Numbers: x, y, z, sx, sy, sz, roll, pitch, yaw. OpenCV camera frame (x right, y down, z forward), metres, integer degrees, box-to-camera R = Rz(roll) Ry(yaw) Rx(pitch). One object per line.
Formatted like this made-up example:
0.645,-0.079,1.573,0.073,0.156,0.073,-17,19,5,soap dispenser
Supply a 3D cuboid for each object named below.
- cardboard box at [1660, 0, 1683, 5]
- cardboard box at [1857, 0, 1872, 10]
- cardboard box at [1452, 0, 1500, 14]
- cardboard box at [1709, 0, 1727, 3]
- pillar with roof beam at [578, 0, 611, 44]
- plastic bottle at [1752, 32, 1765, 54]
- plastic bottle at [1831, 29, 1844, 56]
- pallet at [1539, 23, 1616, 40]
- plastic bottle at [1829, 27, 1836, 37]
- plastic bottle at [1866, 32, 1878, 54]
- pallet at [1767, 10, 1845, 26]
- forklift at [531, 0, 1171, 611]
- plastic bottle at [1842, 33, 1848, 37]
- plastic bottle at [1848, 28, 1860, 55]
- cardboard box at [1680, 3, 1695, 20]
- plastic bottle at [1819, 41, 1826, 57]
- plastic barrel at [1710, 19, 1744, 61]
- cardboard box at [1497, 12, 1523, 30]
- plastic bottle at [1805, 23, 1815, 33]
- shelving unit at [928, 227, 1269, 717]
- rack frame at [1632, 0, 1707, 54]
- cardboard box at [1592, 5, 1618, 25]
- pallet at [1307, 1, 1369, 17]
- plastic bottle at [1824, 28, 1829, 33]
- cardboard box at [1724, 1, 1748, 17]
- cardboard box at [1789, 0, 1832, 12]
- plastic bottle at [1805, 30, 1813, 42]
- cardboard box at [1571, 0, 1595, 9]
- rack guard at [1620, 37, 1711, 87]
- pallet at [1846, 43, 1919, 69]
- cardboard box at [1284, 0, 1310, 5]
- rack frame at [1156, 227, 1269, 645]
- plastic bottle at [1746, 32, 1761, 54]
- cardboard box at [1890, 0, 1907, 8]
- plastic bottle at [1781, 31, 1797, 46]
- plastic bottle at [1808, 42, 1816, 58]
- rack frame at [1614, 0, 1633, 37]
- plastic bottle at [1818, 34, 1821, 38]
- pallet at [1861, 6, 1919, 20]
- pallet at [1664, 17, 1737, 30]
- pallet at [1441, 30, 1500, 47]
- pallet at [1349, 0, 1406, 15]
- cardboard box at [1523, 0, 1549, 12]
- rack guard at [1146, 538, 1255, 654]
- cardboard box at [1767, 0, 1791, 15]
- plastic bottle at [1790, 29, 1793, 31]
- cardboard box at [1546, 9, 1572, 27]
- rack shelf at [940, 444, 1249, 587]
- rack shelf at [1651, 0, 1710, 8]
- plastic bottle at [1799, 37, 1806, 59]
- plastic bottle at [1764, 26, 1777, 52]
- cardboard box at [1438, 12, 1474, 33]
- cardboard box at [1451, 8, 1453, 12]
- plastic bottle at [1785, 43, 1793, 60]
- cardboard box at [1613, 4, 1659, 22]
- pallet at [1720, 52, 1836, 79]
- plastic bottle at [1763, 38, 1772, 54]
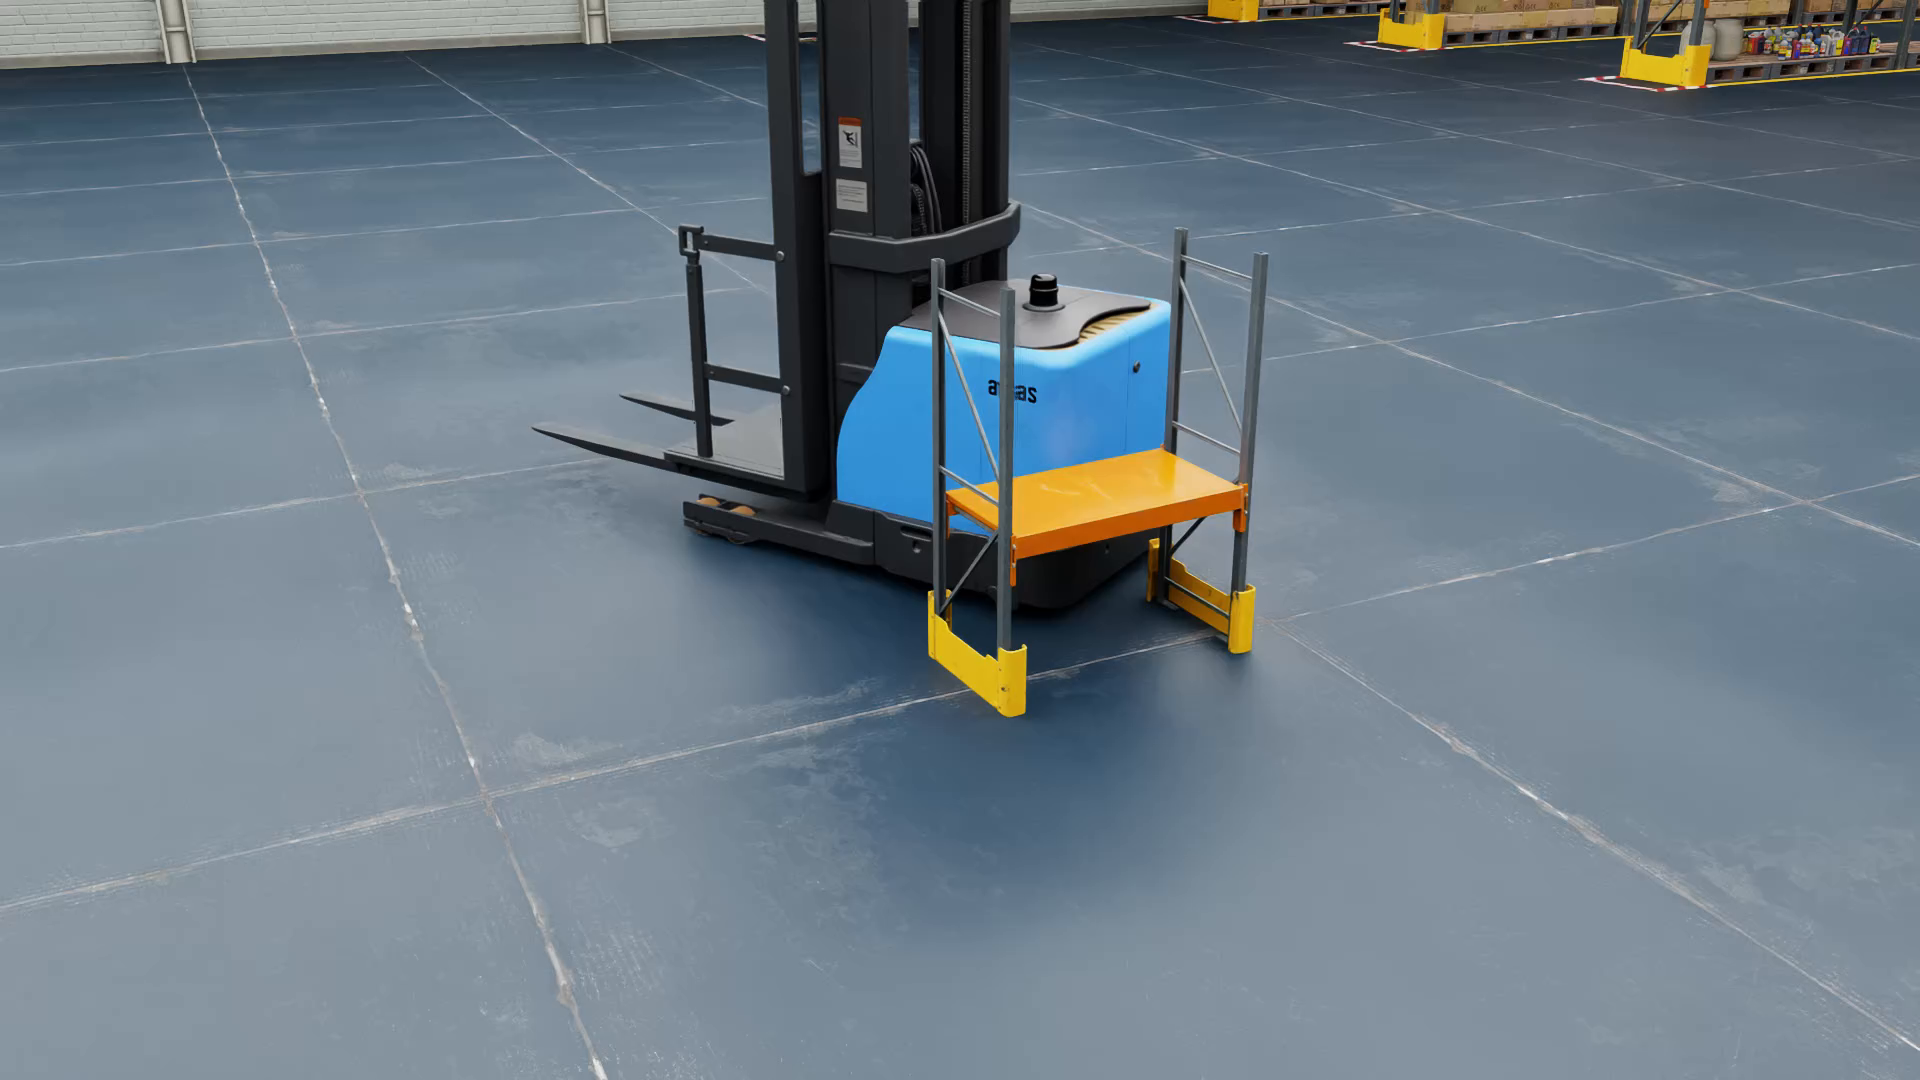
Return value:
11.532,-8.988,27.355,0.500,0.311,0.500,-11,25,-24,cardboard box
15.660,-9.601,29.215,0.500,0.500,0.500,-11,25,-24,cardboard box
8.023,-8.444,25.793,0.500,0.500,0.500,-10,25,-24,cardboard box
12.463,-9.163,27.776,0.500,0.311,0.500,-10,24,-22,cardboard box
-3.848,-10.497,20.843,0.400,9.000,9.100,-10,25,-24,pillar with roof beam
10.889,-6.770,22.660,0.133,0.283,0.061,-10,25,-24,plastic bottle
11.824,-6.722,22.455,0.185,0.351,0.144,-11,25,-24,plastic bottle
9.864,-8.336,27.112,1.213,0.211,1.003,-10,25,-24,pallet
12.266,-7.075,23.412,0.097,0.271,0.097,0,22,0,plastic bottle
12.453,-6.789,22.705,0.133,0.283,0.061,-9,24,-21,plastic bottle
14.892,-9.228,29.266,1.213,0.211,1.003,-10,25,-24,pallet
-0.610,-1.488,7.012,3.031,2.935,1.130,14,26,30,forklift
12.028,-6.788,22.712,0.135,0.276,0.152,-10,25,-24,plastic bottle
12.115,-6.775,22.585,0.185,0.351,0.144,-12,25,-26,plastic bottle
11.996,-8.818,27.677,0.500,0.250,0.500,-11,25,-25,cardboard box
11.581,-6.598,22.352,0.097,0.201,0.097,0,22,0,plastic bottle
10.150,-6.634,22.058,0.421,0.512,0.421,0,22,0,plastic barrel
8.473,-8.181,26.138,0.500,0.250,0.500,-10,25,-24,cardboard box
11.836,-7.023,23.181,0.185,0.351,0.144,-10,24,-22,plastic bottle
0.488,-0.275,5.953,1.083,1.500,0.587,-12,25,-27,shelving unit
9.139,-7.371,21.134,0.127,3.000,1.000,-10,25,-24,rack frame
10.275,-8.513,26.940,0.500,0.250,0.500,-10,25,-24,cardboard box
6.756,-9.832,30.727,1.213,0.211,1.003,-10,25,-24,pallet
12.033,-6.981,23.169,0.133,0.283,0.061,-10,25,-24,plastic bottle
12.917,-8.988,28.088,0.500,0.250,0.500,-10,24,-22,cardboard box
14.737,-9.431,28.804,0.500,0.500,0.500,-9,24,-21,cardboard box
11.758,-6.920,23.038,0.097,0.271,0.097,0,22,0,plastic bottle
9.820,-8.781,26.606,0.500,0.500,0.500,-10,25,-24,cardboard box
9.187,-6.244,21.682,0.348,0.500,1.175,-10,25,-24,rack guard
13.434,-6.889,23.617,1.213,0.211,1.003,-10,25,-24,pallet
6.018,-9.924,30.243,0.500,0.311,0.500,-8,24,-19,cardboard box
0.922,-0.369,6.181,0.032,1.500,0.500,-12,25,-27,rack frame
10.843,-6.803,22.750,0.135,0.276,0.152,-10,25,-23,plastic bottle
16.585,-9.774,29.634,0.500,0.500,0.500,-10,25,-23,cardboard box
11.370,-6.839,22.837,0.135,0.276,0.152,-10,25,-24,plastic bottle
11.396,-6.564,22.269,0.097,0.201,0.097,0,22,0,plastic bottle
10.598,-9.742,26.862,0.127,3.000,1.000,-10,25,-24,rack frame
11.629,-6.702,22.495,0.133,0.283,0.061,-10,25,-24,plastic bottle
17.090,-9.632,30.244,1.213,0.211,1.003,-10,25,-24,pallet
12.346,-8.793,28.216,1.213,0.211,1.003,-10,25,-24,pallet
7.665,-7.931,26.134,1.213,0.211,1.003,-10,25,-24,pallet
7.857,-10.036,31.220,1.213,0.211,1.003,-10,25,-24,pallet
8.926,-8.609,26.190,0.500,0.500,0.500,-10,25,-24,cardboard box
0.921,0.209,6.419,0.087,0.250,0.587,-12,25,-27,rack guard
13.834,-9.158,28.497,0.500,0.250,0.500,-10,24,-22,cardboard box
11.499,-6.947,23.087,0.133,0.283,0.061,-9,24,-21,plastic bottle
9.376,-8.346,26.535,0.500,0.250,0.500,-10,25,-24,cardboard box
0.481,-0.107,6.017,1.000,0.185,0.538,-12,25,-27,rack shelf
10.941,-7.370,22.073,4.000,0.370,1.077,-10,25,-24,rack shelf
11.217,-6.563,22.176,0.097,0.271,0.097,0,22,0,plastic bottle
11.115,-6.890,22.861,0.185,0.351,0.144,-9,24,-21,plastic bottle
7.574,-8.014,25.735,0.500,0.250,0.500,-10,25,-24,cardboard box
7.794,-8.280,26.376,0.500,0.250,0.500,-10,25,-24,cardboard box
11.001,-6.491,22.094,0.097,0.201,0.097,0,22,0,plastic bottle
11.069,-8.647,27.263,0.500,0.250,0.500,-11,25,-25,cardboard box
11.019,-6.445,22.543,1.213,0.211,1.003,-10,25,-24,pallet
11.039,-6.752,22.723,0.097,0.201,0.097,0,22,0,plastic bottle
